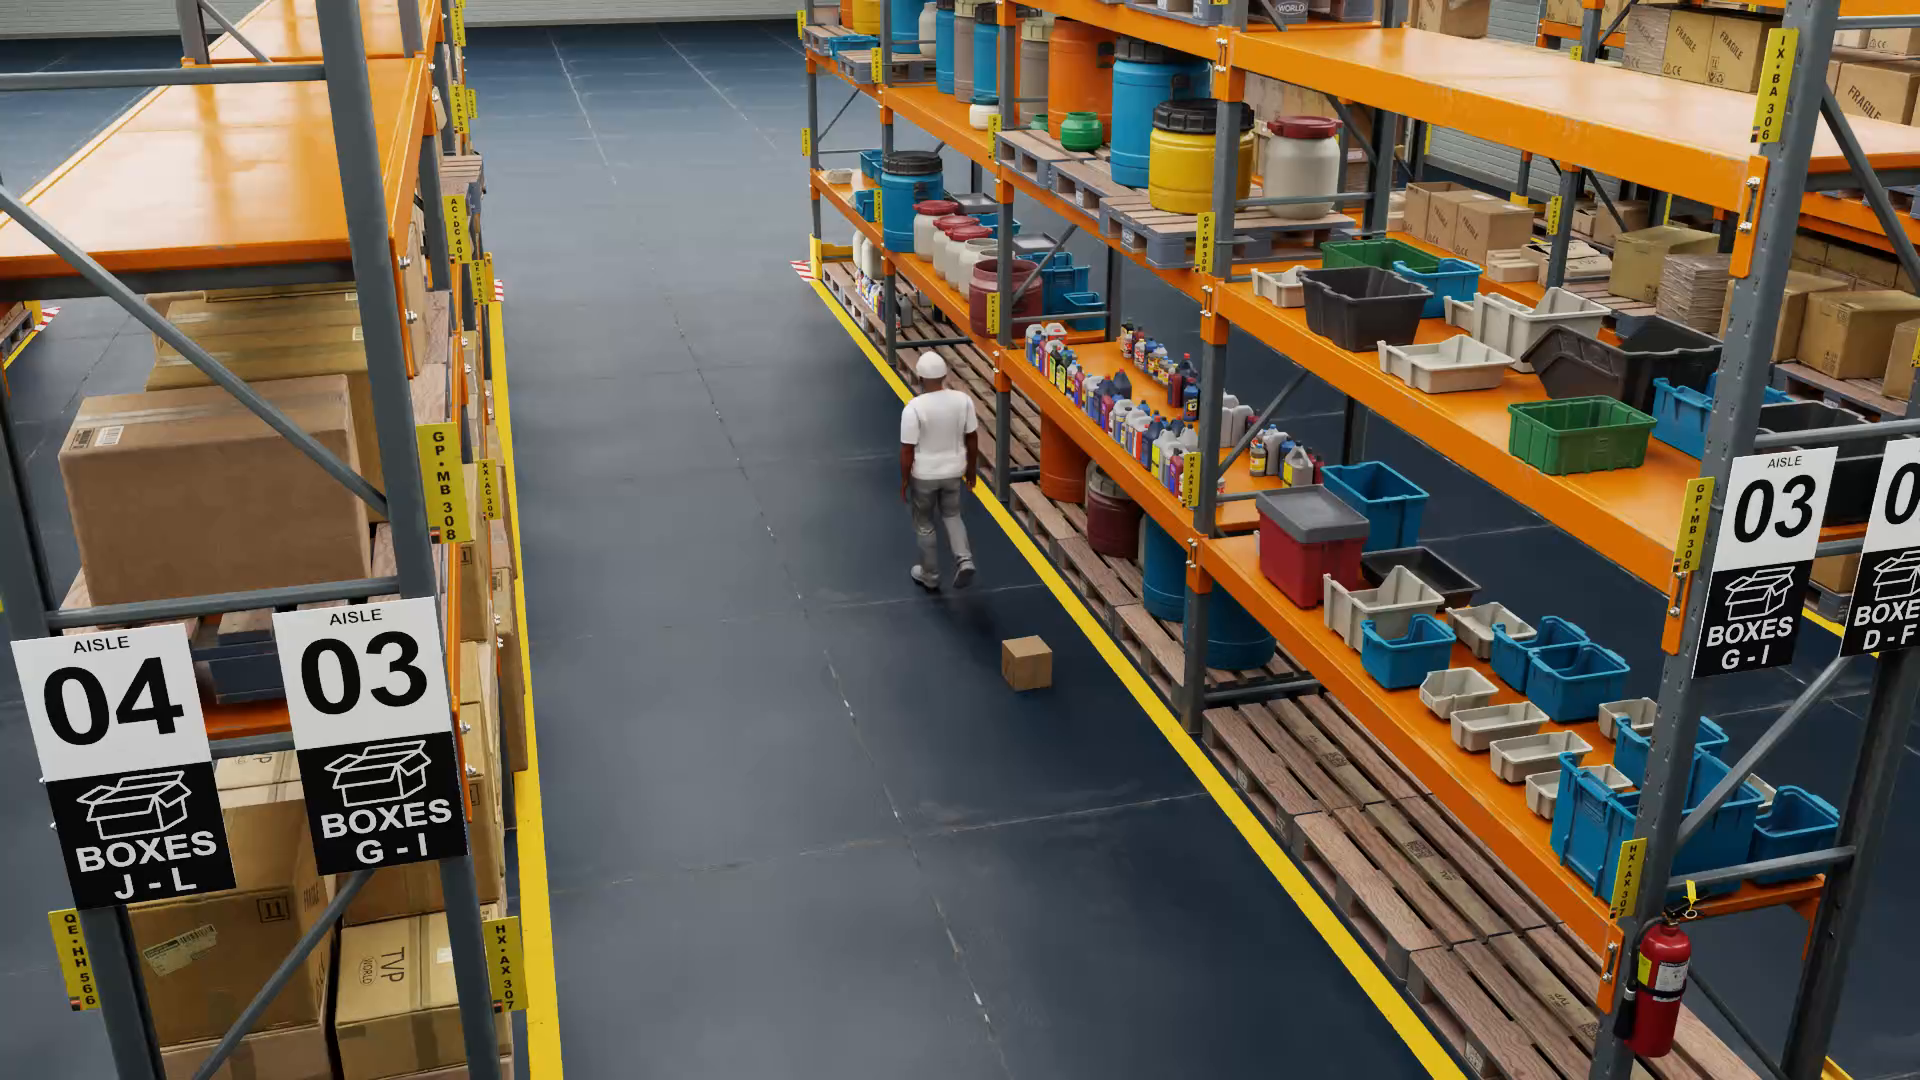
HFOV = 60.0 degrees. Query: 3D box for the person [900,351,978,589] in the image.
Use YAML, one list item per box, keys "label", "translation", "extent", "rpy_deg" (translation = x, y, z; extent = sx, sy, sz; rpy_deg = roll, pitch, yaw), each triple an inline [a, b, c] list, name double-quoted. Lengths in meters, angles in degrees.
- label: "person"
  translation: [-0.130, -0.453, 11.663]
  extent: [0.582, 1.754, 0.683]
  rpy_deg: [-10, 25, -22]
